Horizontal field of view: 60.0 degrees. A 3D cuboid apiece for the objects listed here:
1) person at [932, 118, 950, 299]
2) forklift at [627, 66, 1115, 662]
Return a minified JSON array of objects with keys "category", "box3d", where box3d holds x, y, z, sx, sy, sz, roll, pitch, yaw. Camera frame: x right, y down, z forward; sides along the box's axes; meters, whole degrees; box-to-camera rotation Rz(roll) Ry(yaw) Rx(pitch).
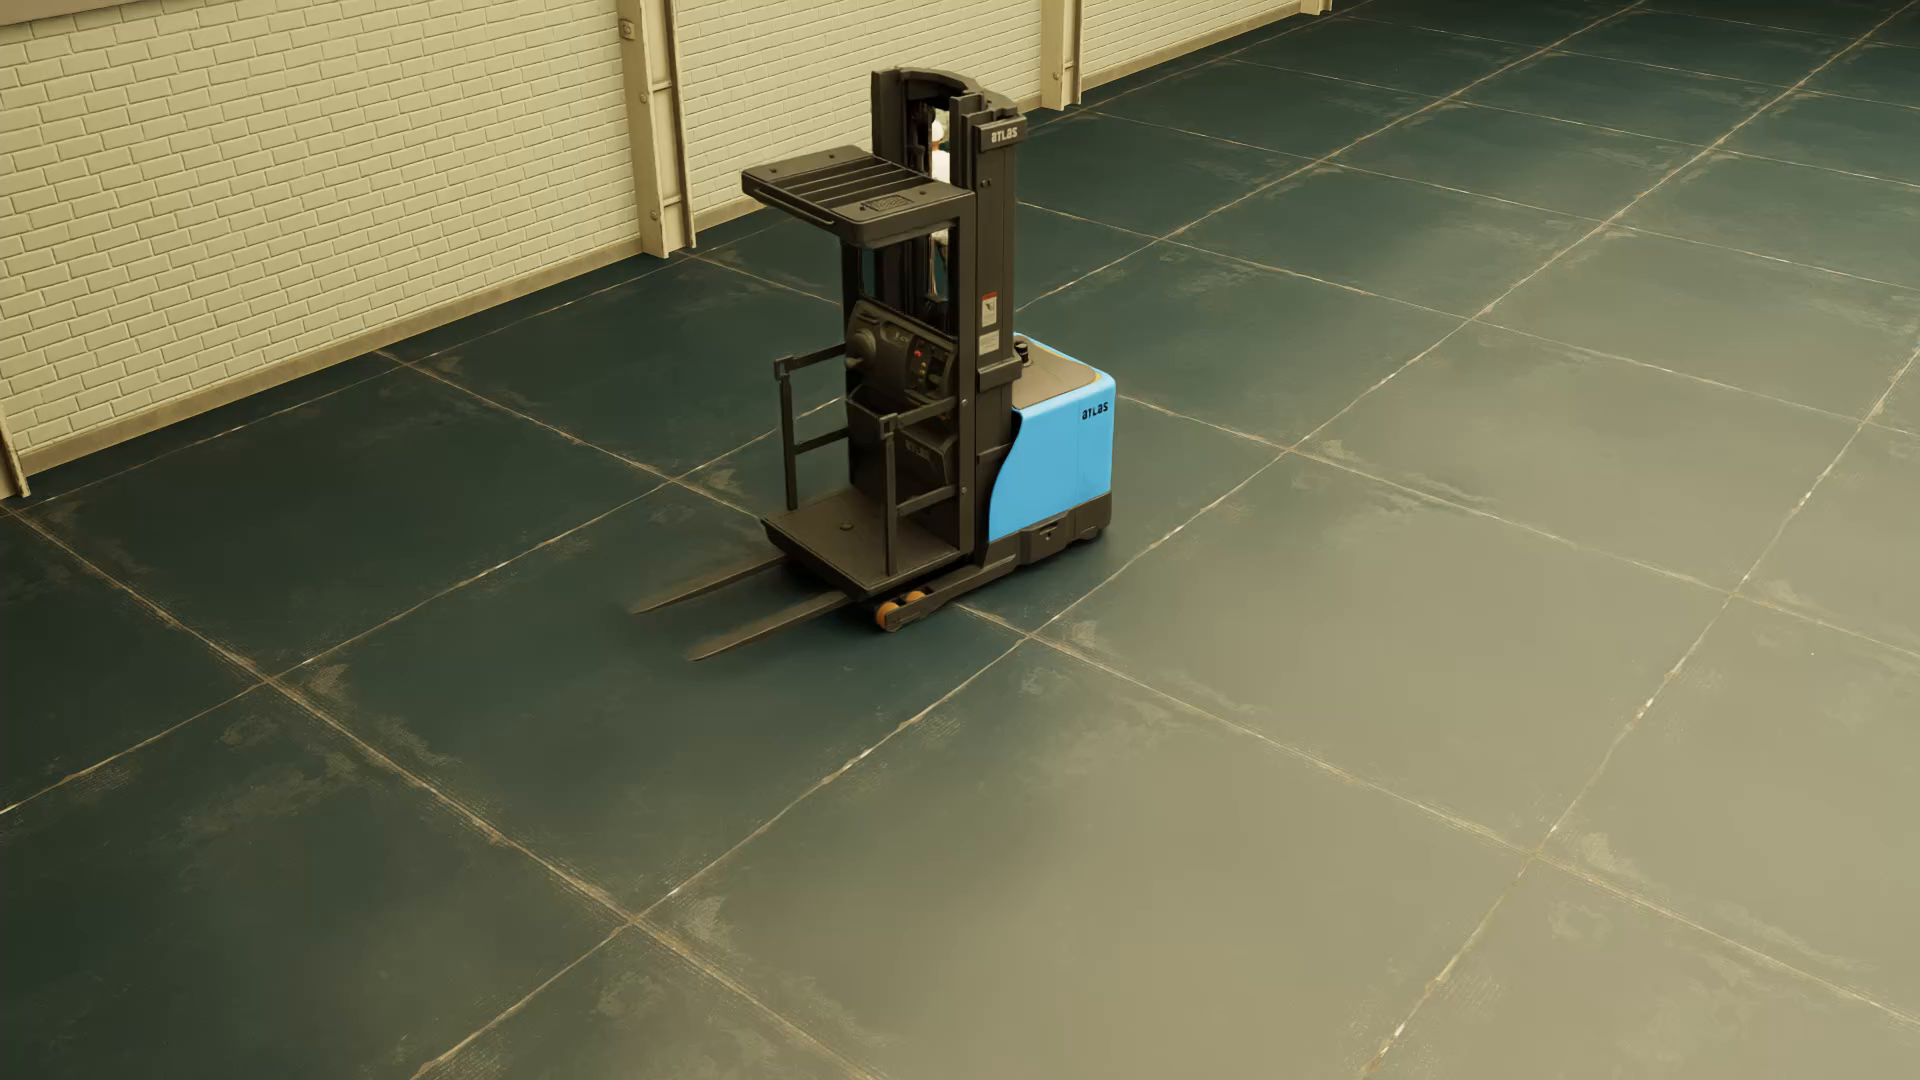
[{"category":"person","box3d":[-0.192,-2.455,12.945,0.664,1.770,0.549,-1,30,-1]},{"category":"forklift","box3d":[-0.501,-1.037,9.370,3.031,2.935,1.130,-23,37,-33]}]
